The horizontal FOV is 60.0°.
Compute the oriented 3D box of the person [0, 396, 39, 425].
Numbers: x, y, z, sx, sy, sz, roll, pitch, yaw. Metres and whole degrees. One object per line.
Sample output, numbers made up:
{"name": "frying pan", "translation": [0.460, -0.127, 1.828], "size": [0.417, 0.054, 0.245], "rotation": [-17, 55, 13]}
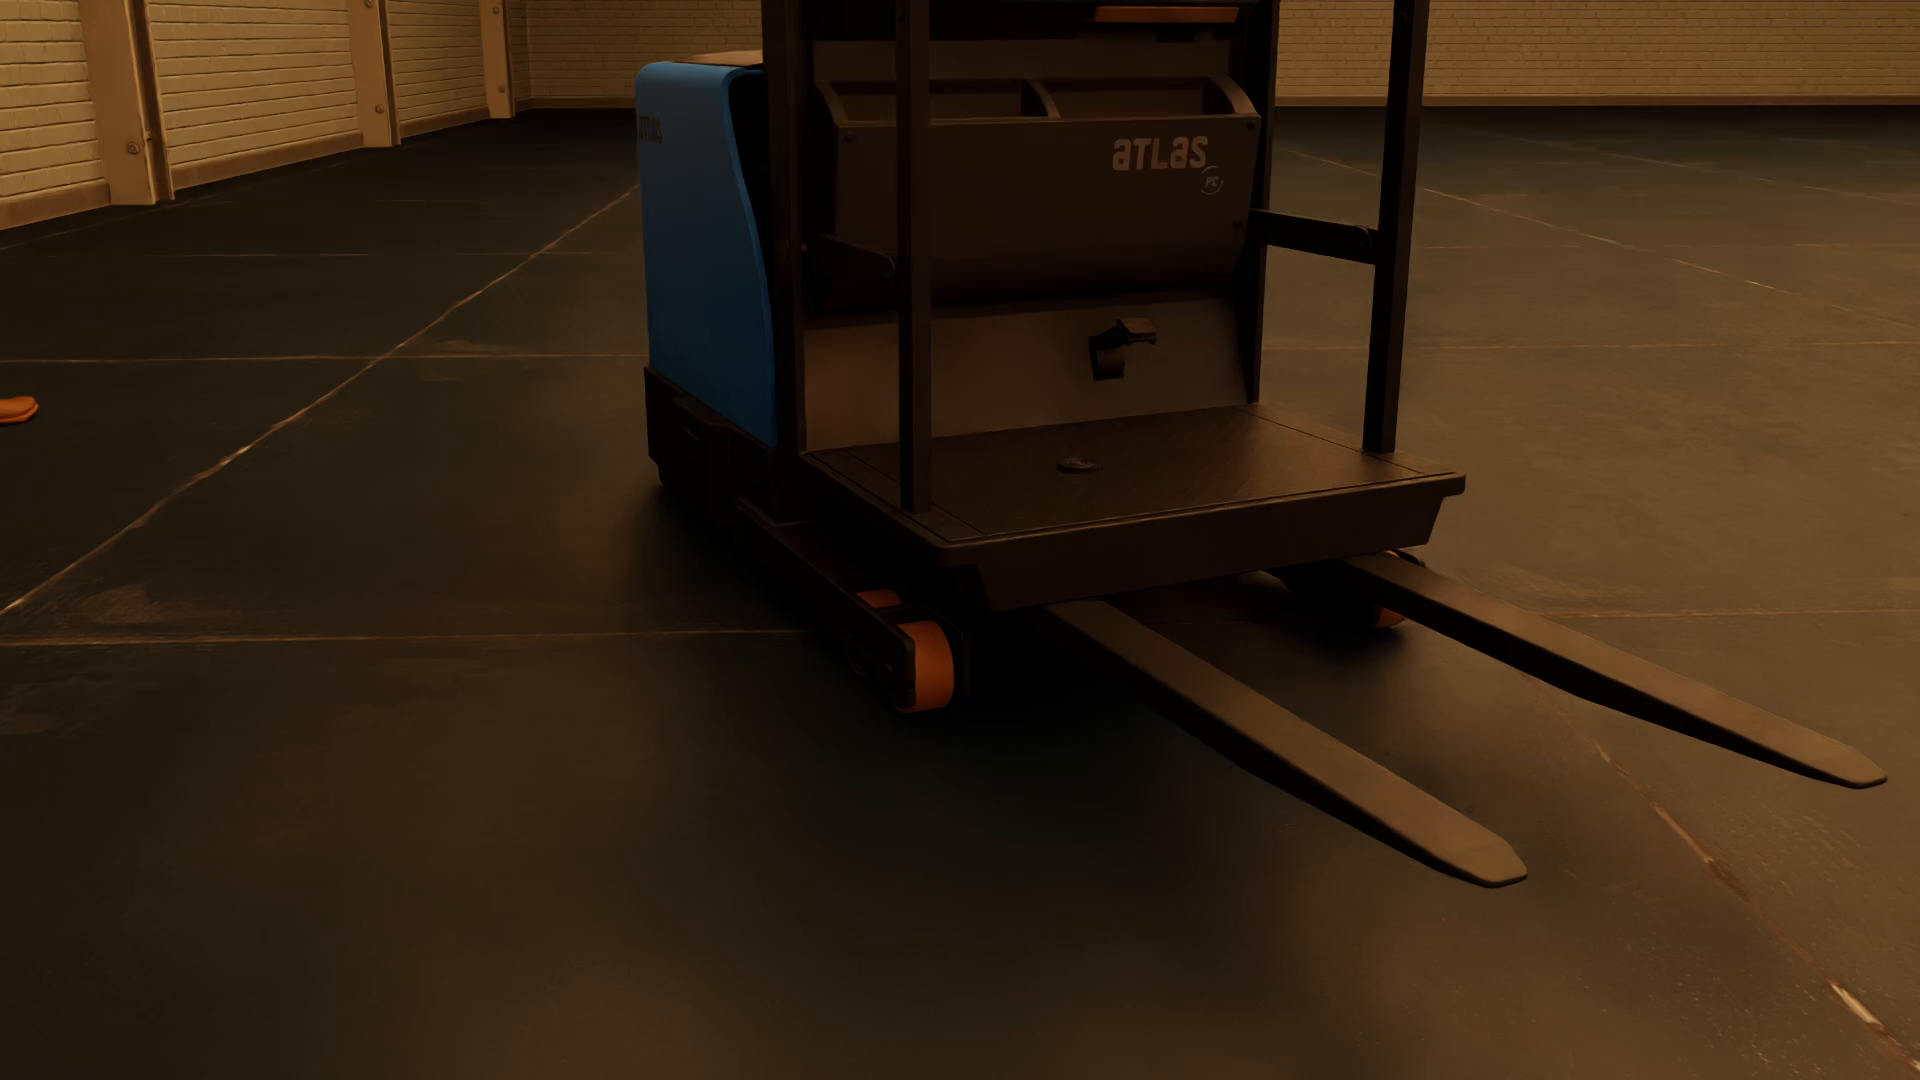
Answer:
{"name": "person", "translation": [-3.118, -1.204, 4.797], "size": [0.535, 1.794, 0.374], "rotation": [3, 17, 11]}

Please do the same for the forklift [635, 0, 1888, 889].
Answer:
{"name": "forklift", "translation": [0.258, -1.240, 2.962], "size": [1.130, 2.935, 3.031], "rotation": [-8, 19, -24]}
